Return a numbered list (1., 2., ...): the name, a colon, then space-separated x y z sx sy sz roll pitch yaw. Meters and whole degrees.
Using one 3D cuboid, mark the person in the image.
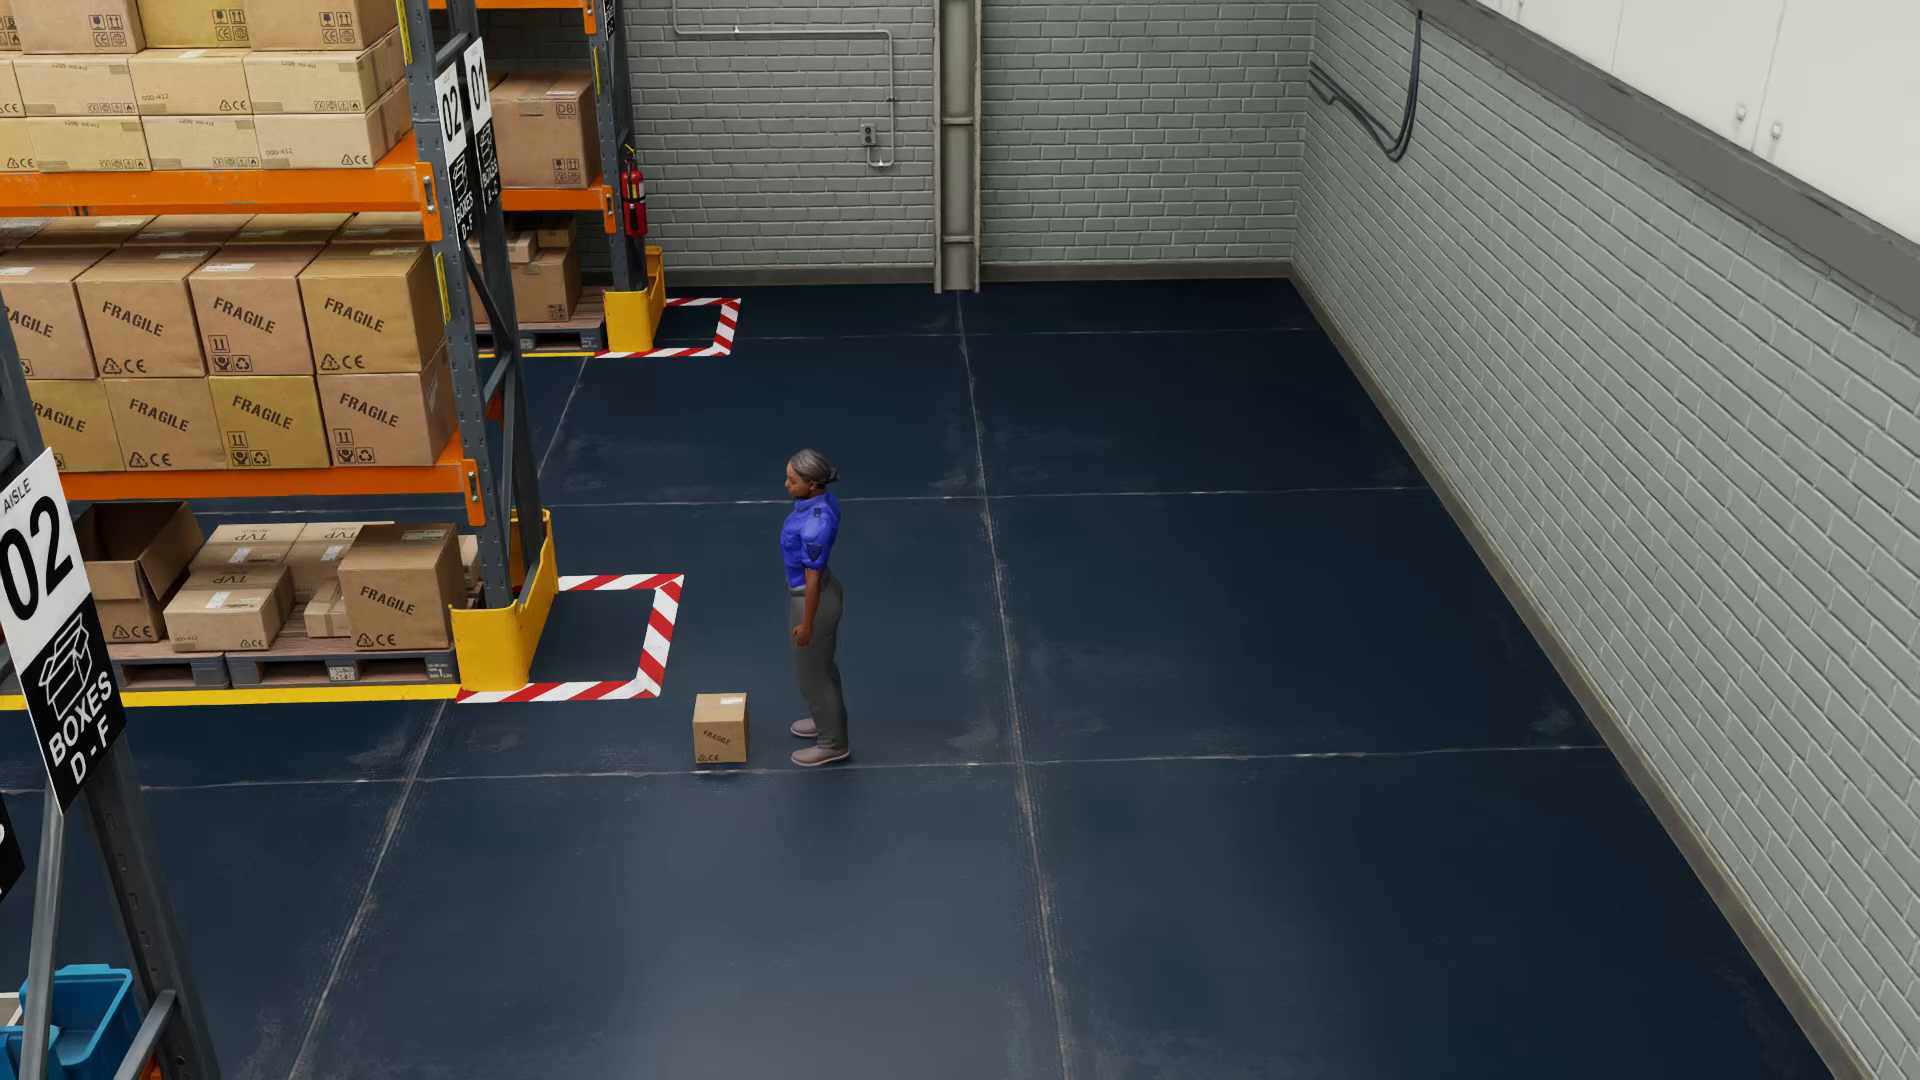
1. person: -0.708 0.318 8.034 0.309 1.664 0.427 -1 28 -1
